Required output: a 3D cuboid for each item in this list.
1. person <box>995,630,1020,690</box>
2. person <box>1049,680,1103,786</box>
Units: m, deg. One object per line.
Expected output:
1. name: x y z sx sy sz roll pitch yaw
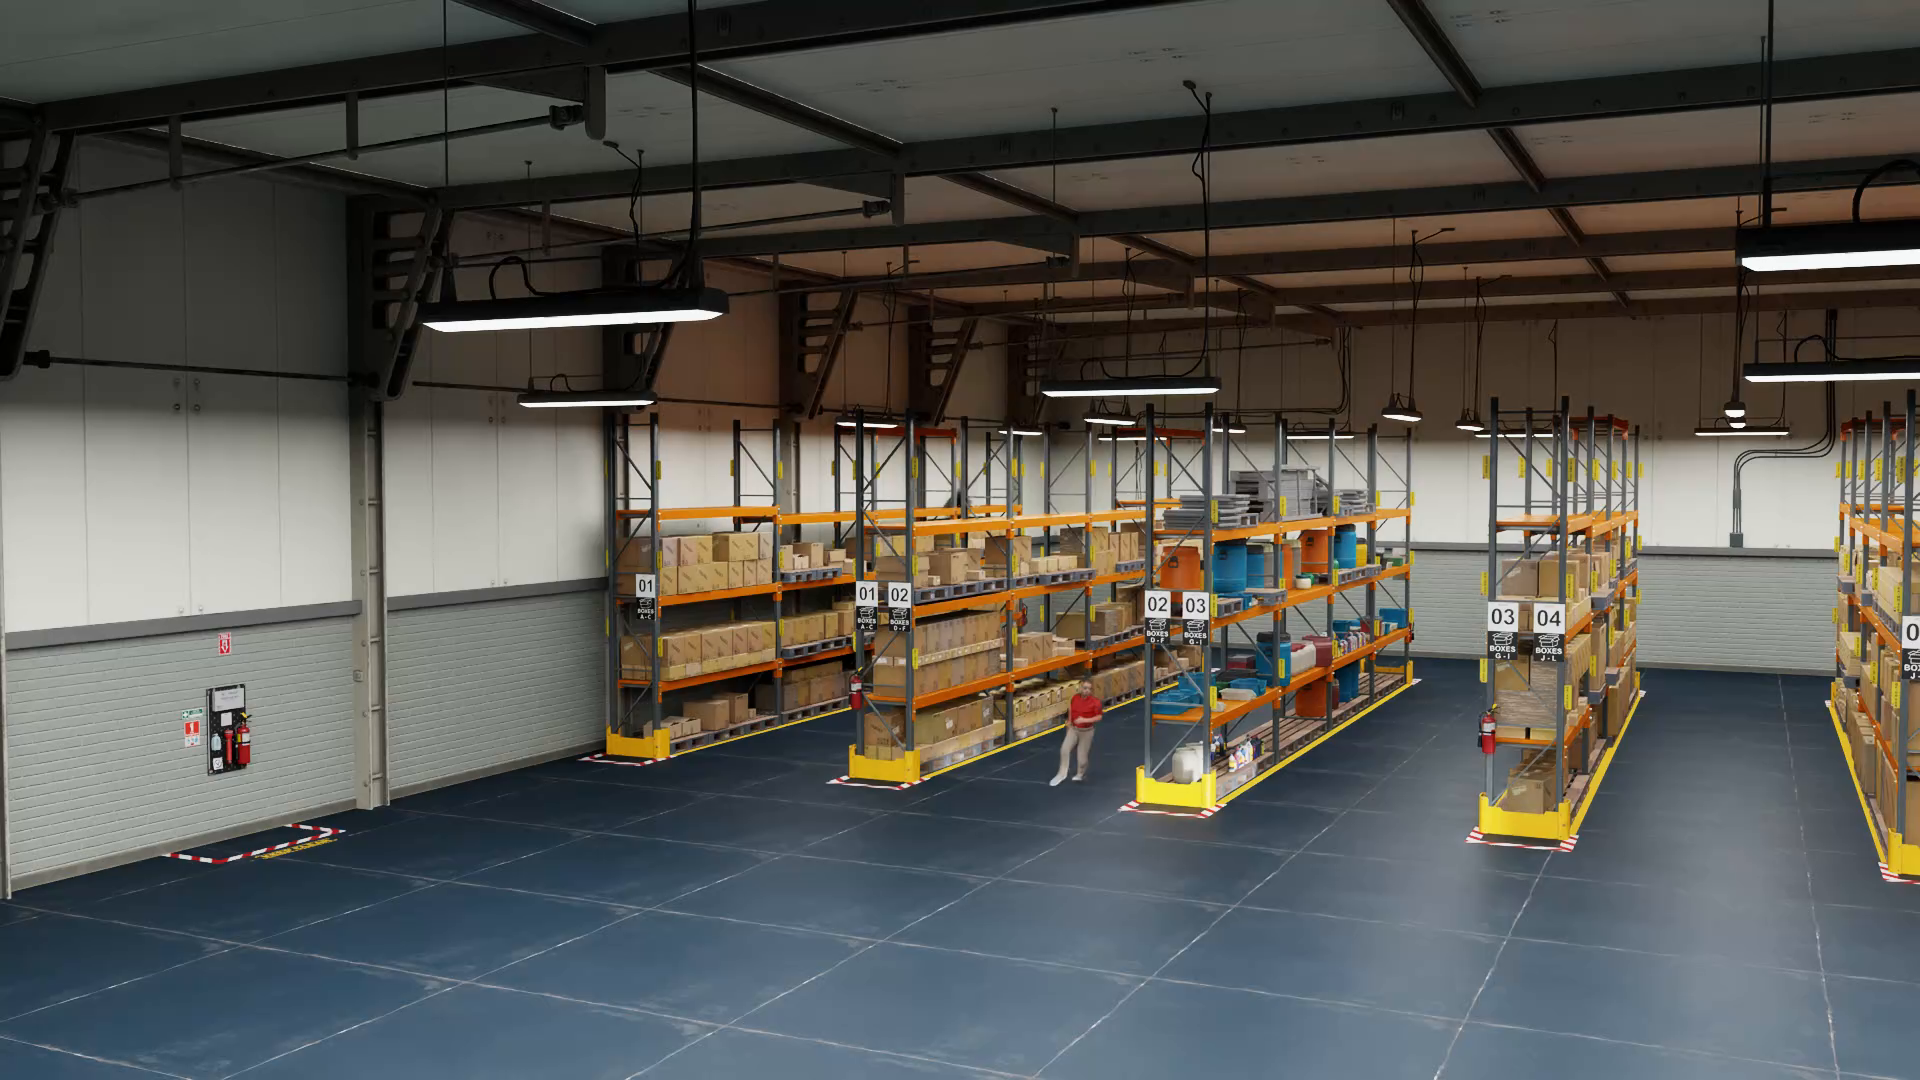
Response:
1. person: 1.047 2.689 35.442 0.714 1.606 1.185 2 3 40
2. person: 1.893 3.041 26.339 0.813 1.675 0.746 1 3 24
